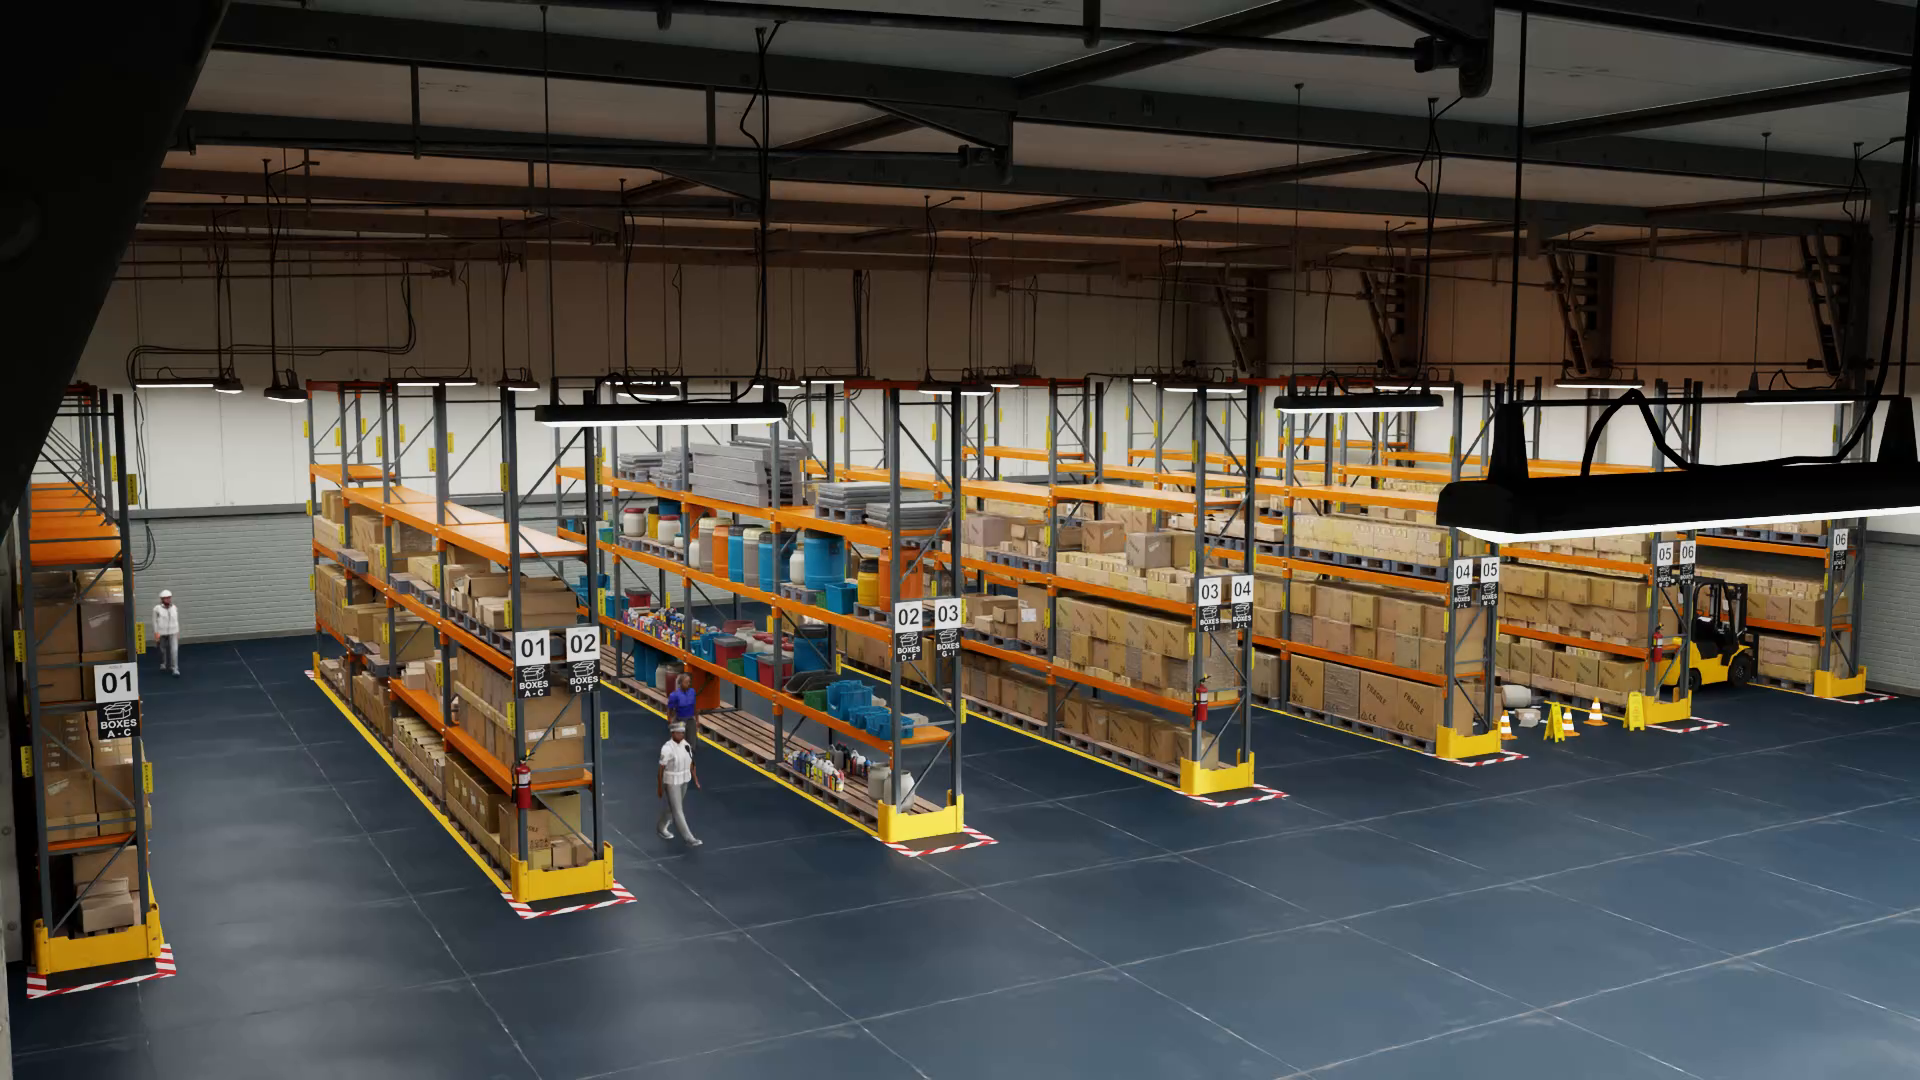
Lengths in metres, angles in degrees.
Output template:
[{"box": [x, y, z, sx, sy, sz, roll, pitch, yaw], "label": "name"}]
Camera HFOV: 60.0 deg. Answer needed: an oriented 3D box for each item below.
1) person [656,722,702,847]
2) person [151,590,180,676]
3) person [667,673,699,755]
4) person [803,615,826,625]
[{"box": [-3.668, 3.182, 21.804, 1.038, 1.624, 0.498, 4, 7, 33], "label": "person"}, {"box": [-16.136, 1.880, 33.782, 0.529, 1.721, 1.084, -4, 7, -32], "label": "person"}, {"box": [-4.256, 2.881, 25.428, 0.539, 1.535, 0.534, -5, 8, -39], "label": "person"}, {"box": [-2.904, 1.958, 33.437, 0.503, 1.595, 1.018, -2, 6, -21], "label": "person"}]
